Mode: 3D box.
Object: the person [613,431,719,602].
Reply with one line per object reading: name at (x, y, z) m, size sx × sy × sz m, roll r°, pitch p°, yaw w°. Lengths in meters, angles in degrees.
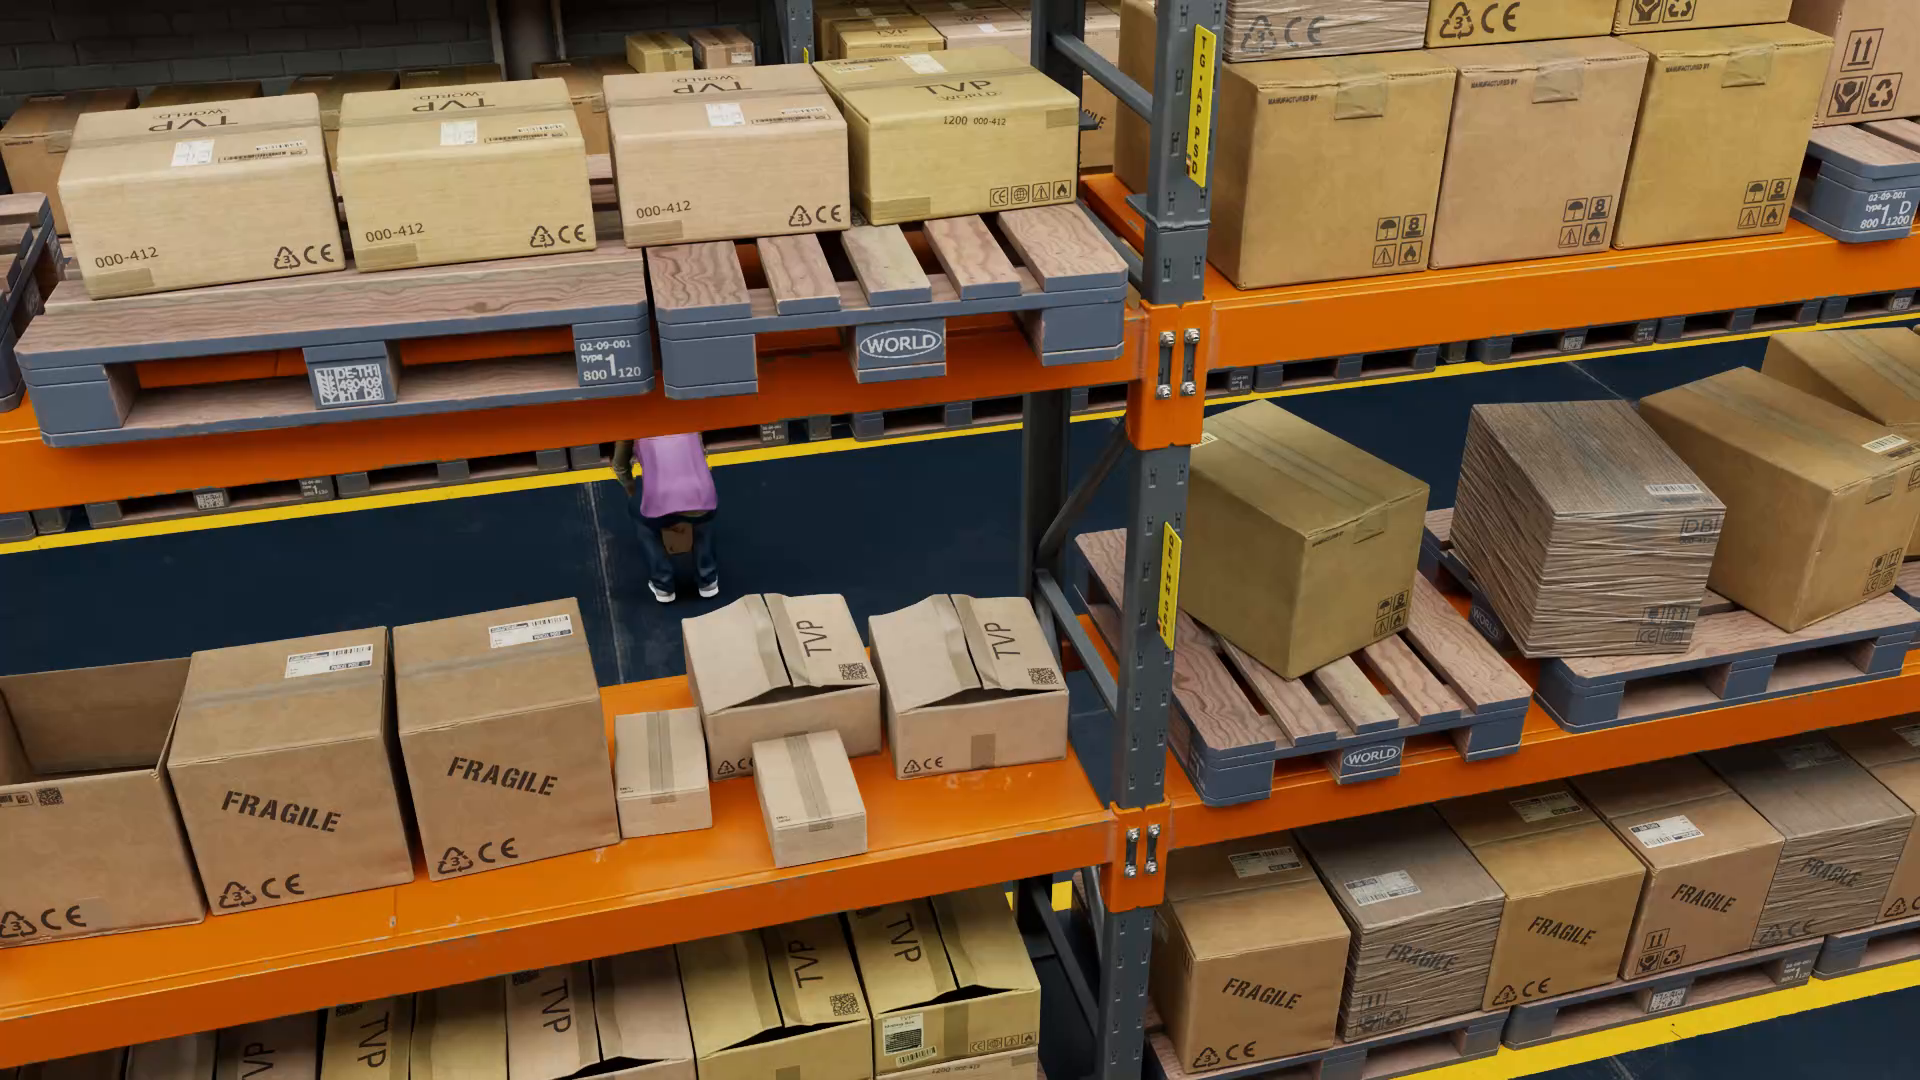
person at (-1.384, -0.244, 7.856) m, size 0.459 × 1.048 × 0.762 m, roll -8°, pitch 32°, yaw -13°
